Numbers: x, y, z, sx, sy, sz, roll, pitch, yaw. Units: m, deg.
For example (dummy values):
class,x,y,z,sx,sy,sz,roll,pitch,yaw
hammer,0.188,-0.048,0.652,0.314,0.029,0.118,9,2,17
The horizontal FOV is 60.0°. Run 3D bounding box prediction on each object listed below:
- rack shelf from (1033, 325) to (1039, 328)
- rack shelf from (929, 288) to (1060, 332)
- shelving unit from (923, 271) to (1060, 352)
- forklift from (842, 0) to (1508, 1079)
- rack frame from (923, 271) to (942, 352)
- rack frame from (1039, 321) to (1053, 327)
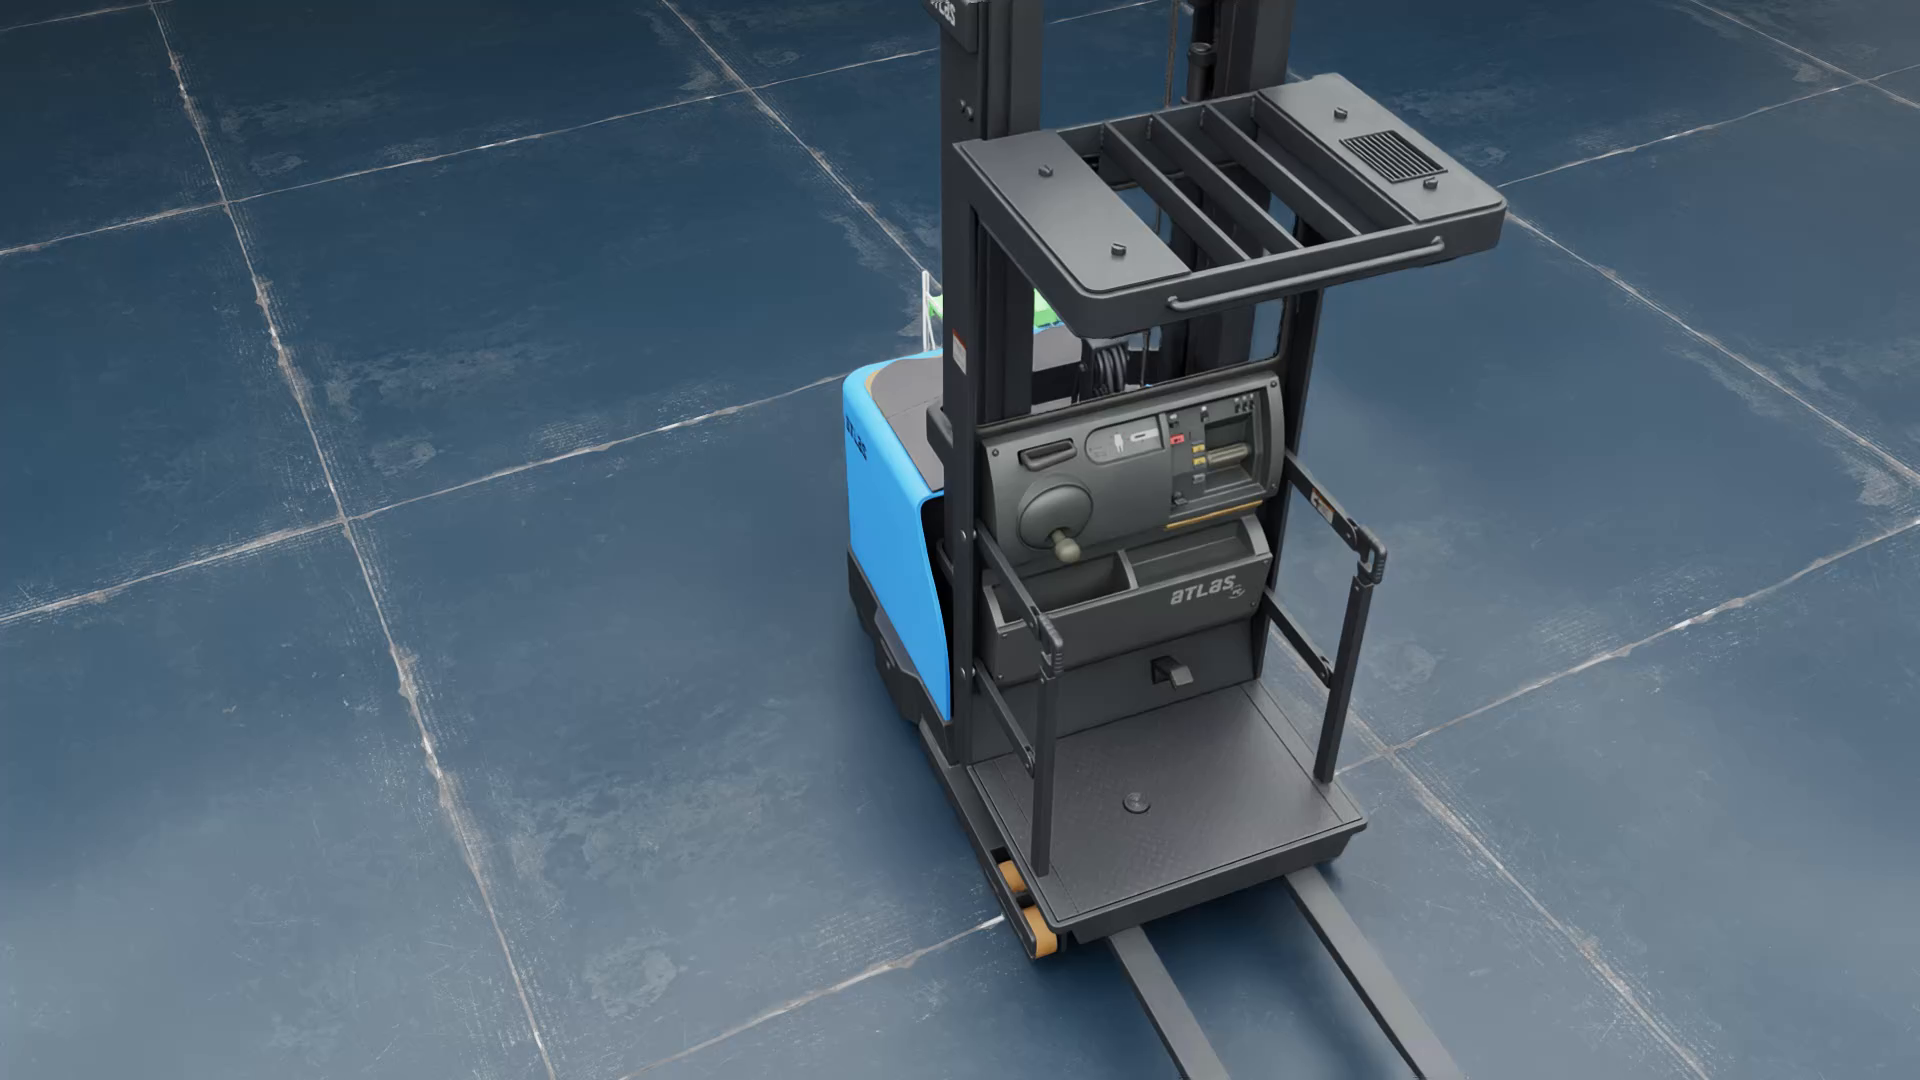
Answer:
class,x,y,z,sx,sy,sz,roll,pitch,yaw
rack shelf,0.142,-0.649,6.315,0.480,0.148,0.258,-17,43,-19
rack shelf,0.142,-0.832,6.160,0.480,0.148,0.258,-17,43,-19
shelving unit,0.142,-0.514,6.429,0.503,1.200,0.258,-17,43,-19
forklift,0.597,-0.127,4.631,1.130,2.935,3.031,-15,42,-17
rack frame,-0.079,-0.448,6.351,0.015,1.200,0.240,-17,43,-19
rack frame,0.364,-0.580,6.507,0.015,1.200,0.240,-17,43,-19
